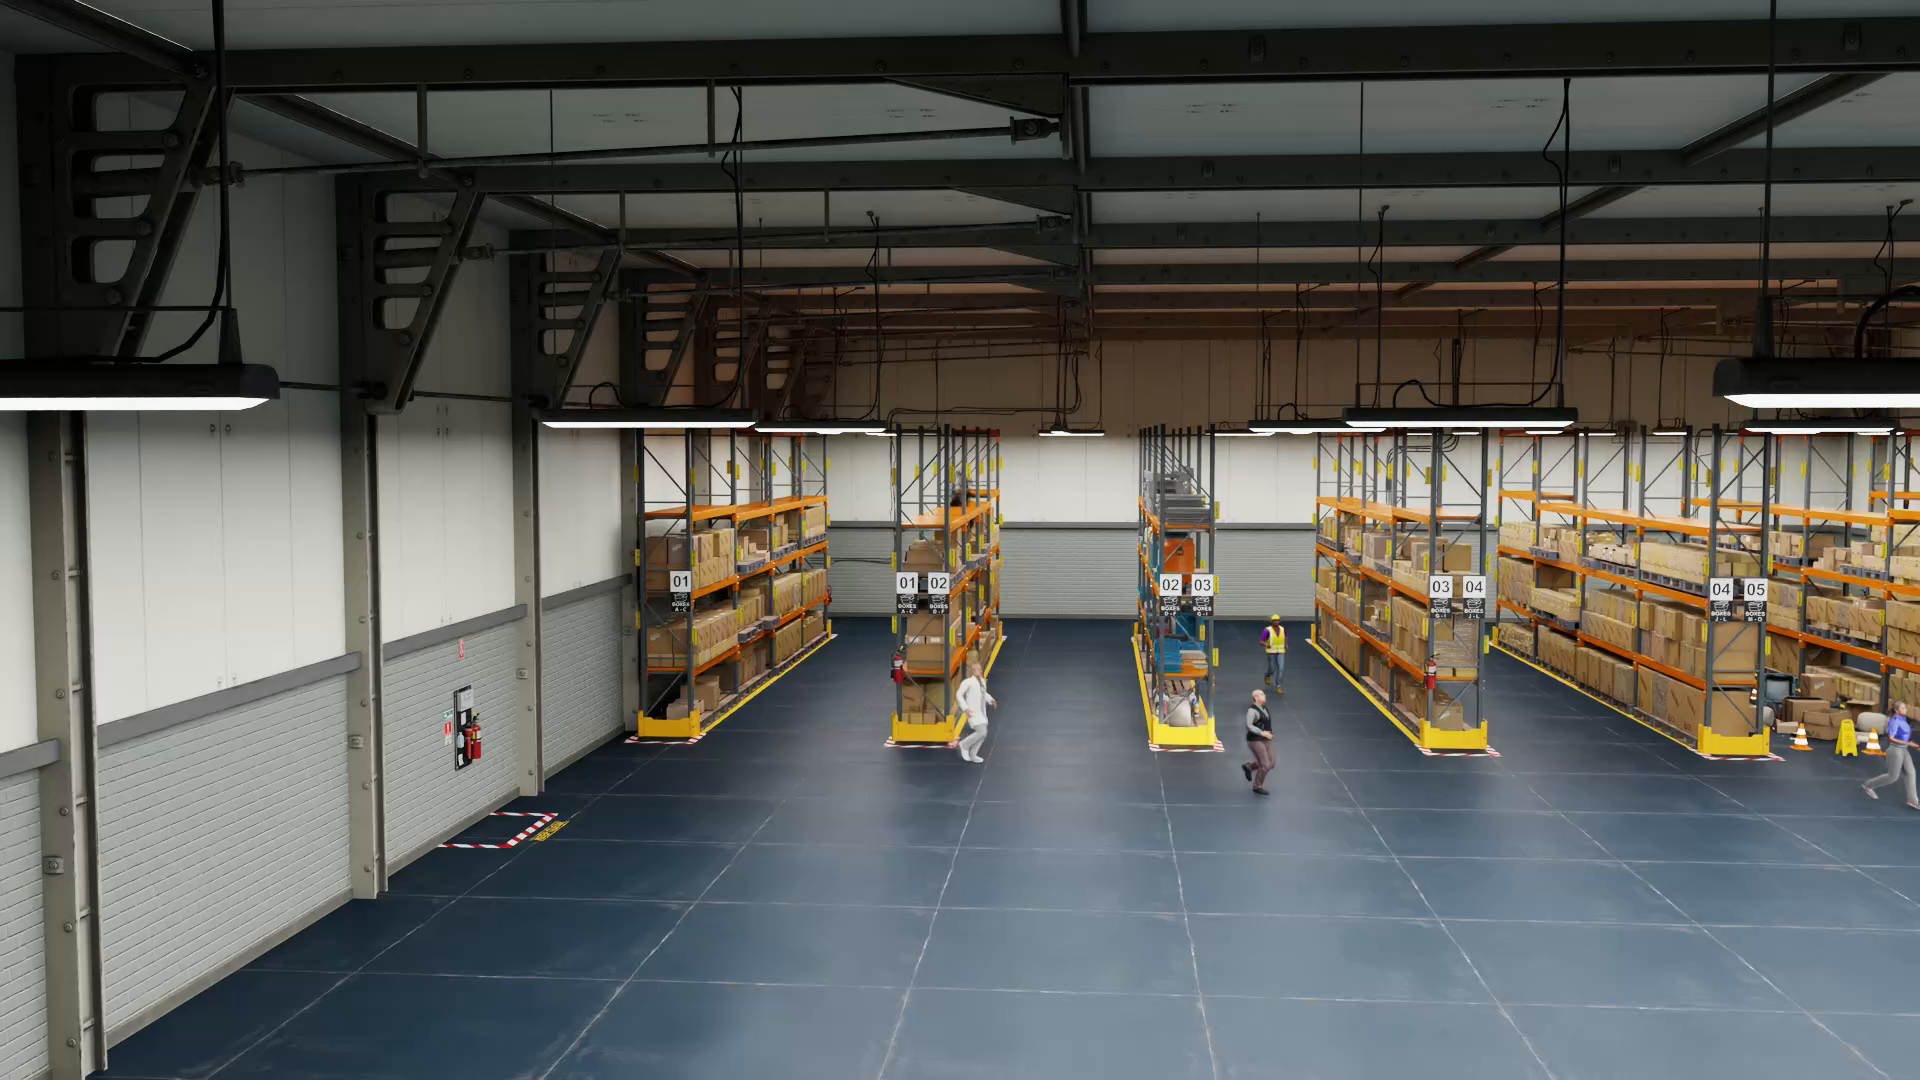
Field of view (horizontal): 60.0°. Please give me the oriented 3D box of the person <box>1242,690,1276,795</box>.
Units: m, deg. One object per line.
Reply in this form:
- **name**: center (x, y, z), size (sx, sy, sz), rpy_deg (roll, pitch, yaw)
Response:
- **person**: center (4.839, 3.254, 26.880), size (0.565, 1.686, 0.691), rpy_deg (2, 4, 33)

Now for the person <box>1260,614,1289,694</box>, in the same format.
- **person**: center (7.126, 2.558, 37.615), size (0.699, 1.758, 0.905), rpy_deg (-1, 4, -9)

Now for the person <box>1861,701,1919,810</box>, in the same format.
- **person**: center (14.539, 3.328, 25.834), size (0.564, 1.668, 0.920), rpy_deg (-3, 5, -43)

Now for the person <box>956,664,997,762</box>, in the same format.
- **person**: center (0.313, 3.059, 29.423), size (0.627, 1.745, 0.722), rpy_deg (2, 4, 33)
